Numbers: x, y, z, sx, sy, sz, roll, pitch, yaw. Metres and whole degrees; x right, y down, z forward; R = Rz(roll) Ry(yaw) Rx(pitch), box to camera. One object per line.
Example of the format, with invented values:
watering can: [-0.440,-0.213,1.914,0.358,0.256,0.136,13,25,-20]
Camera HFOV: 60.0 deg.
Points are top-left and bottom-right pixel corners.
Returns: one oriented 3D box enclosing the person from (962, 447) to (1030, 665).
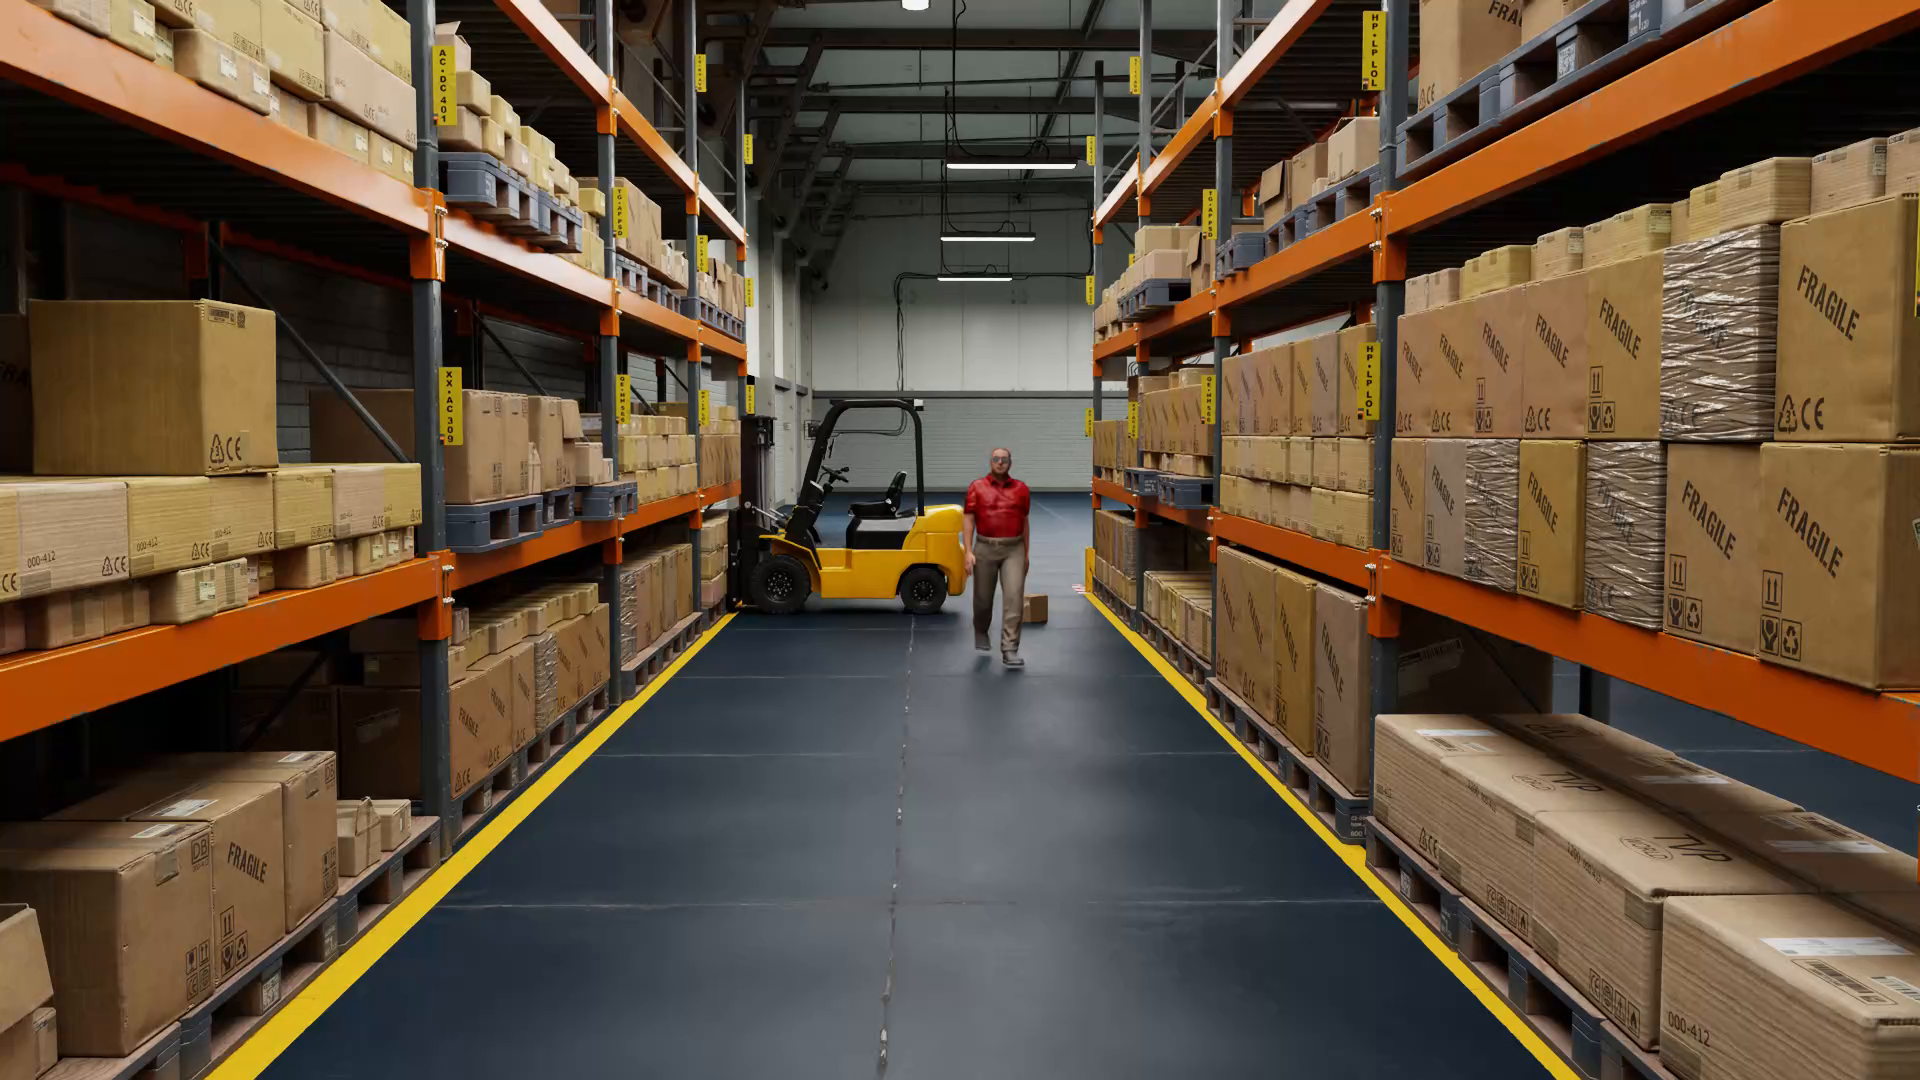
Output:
person: [0.289,0.106,13.126,0.547,1.683,0.937,0,4,-6]
